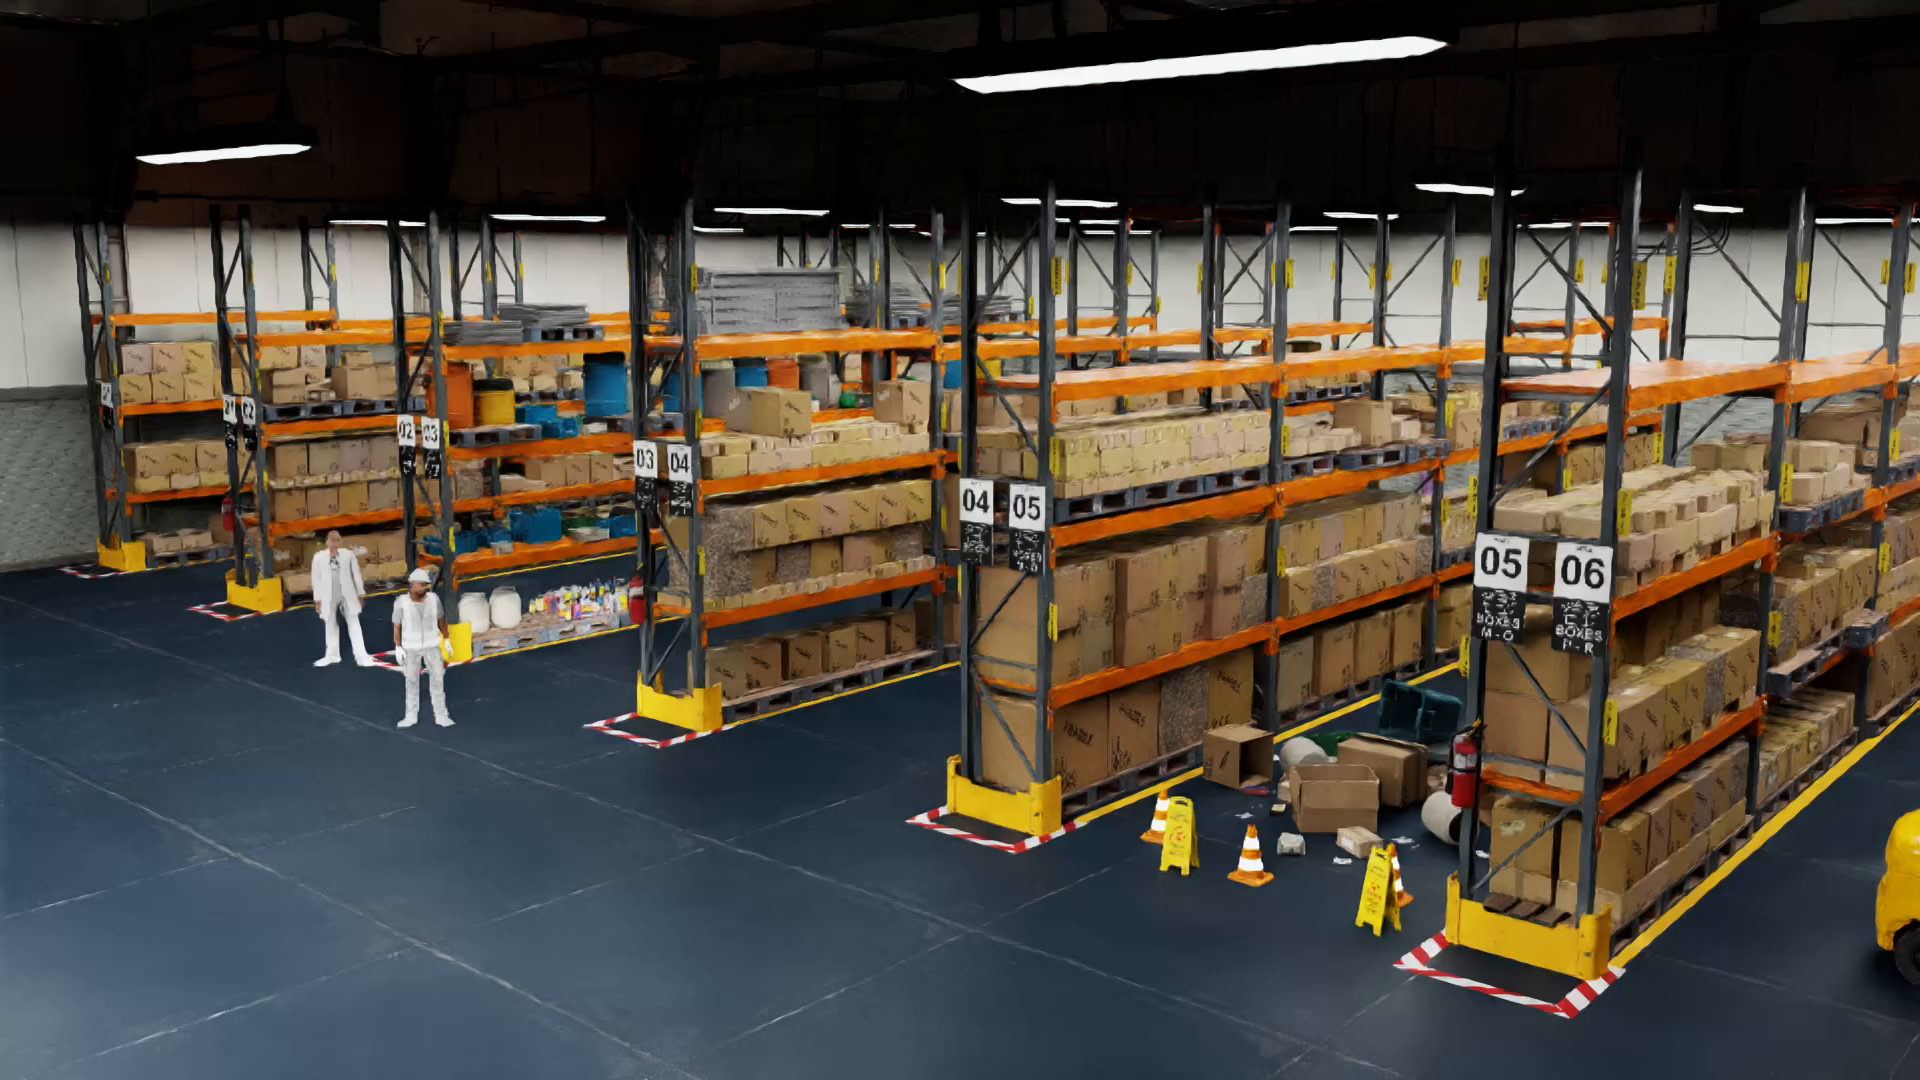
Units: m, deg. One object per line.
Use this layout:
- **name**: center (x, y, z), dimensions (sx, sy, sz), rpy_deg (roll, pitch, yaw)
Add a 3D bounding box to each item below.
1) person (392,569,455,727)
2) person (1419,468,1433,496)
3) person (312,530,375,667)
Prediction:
- **person**: center (-6.004, 1.202, 18.581), dimensions (0.647, 1.785, 0.424), rpy_deg (-5, 11, -26)
- **person**: center (8.912, -0.833, 31.511), dimensions (0.527, 1.614, 0.508), rpy_deg (1, 10, 6)
- **person**: center (-7.943, 0.745, 21.346), dimensions (0.761, 1.771, 0.575), rpy_deg (-3, 10, -16)
